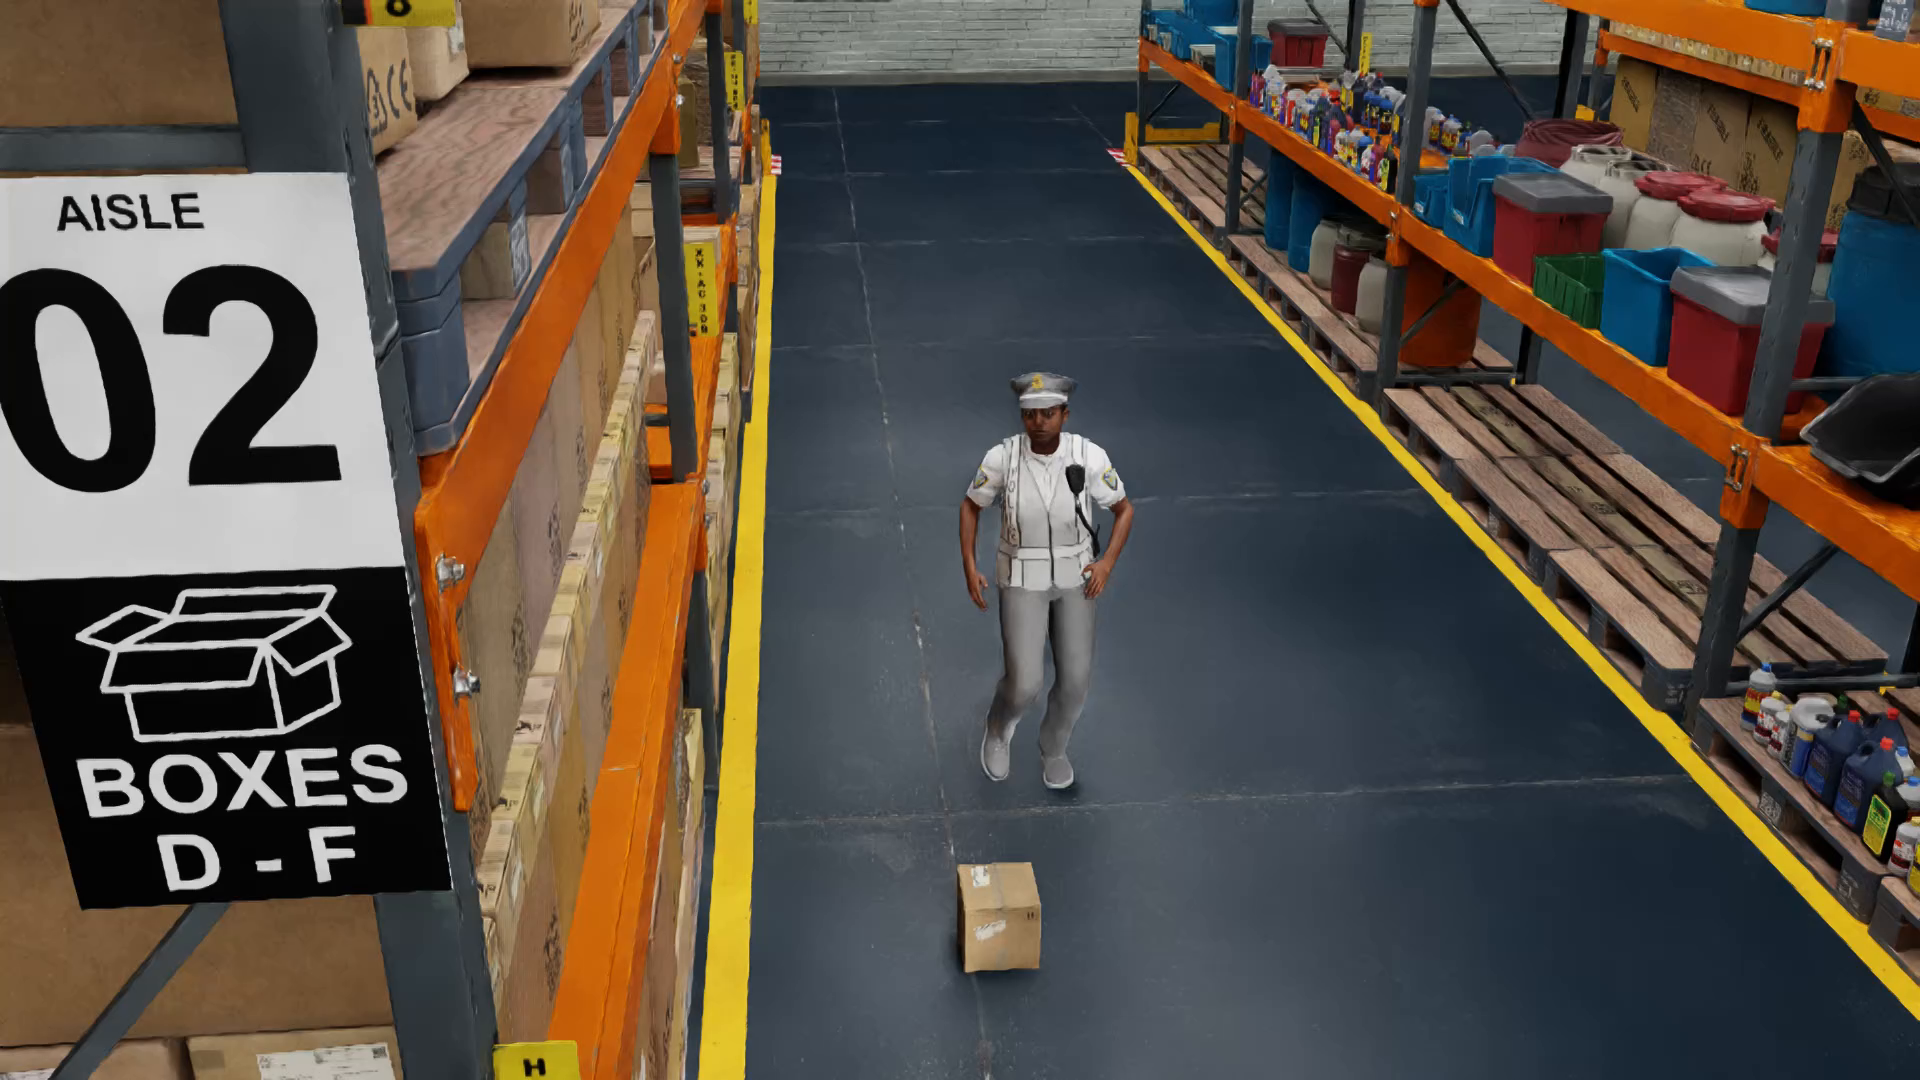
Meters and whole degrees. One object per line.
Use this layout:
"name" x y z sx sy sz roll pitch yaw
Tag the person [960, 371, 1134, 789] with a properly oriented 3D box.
"person" 0.340 0.174 6.221 0.640 1.660 0.505 -4 24 -9
